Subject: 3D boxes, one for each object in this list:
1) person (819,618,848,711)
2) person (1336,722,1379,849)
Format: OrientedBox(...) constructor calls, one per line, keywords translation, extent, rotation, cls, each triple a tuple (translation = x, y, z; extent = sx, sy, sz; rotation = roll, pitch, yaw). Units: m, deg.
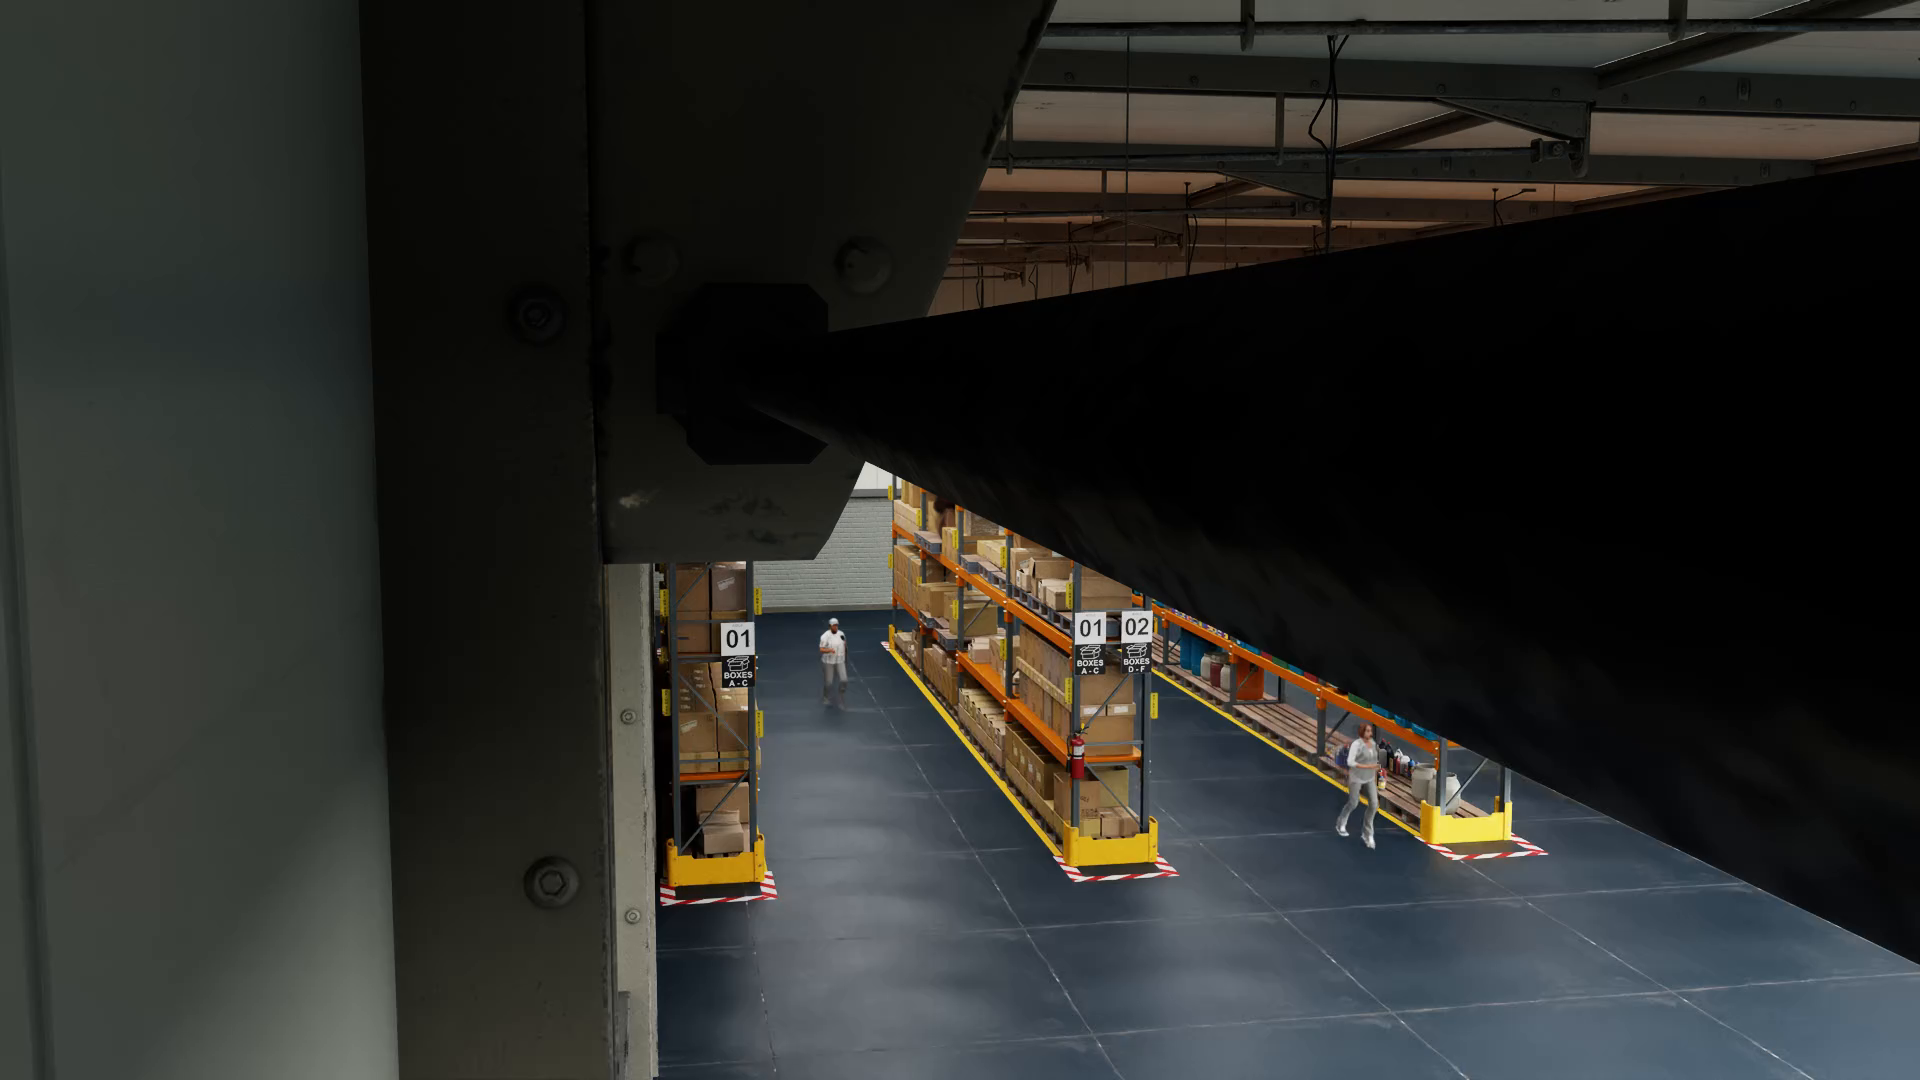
OrientedBox(translation=(-2.287, 2.258, 30.189), extent=(0.554, 1.705, 0.759), rotation=(-2, 7, -21), cls="person")
OrientedBox(translation=(5.256, 3.188, 21.815), extent=(0.550, 1.650, 0.710), rotation=(-3, 7, -26), cls="person")
